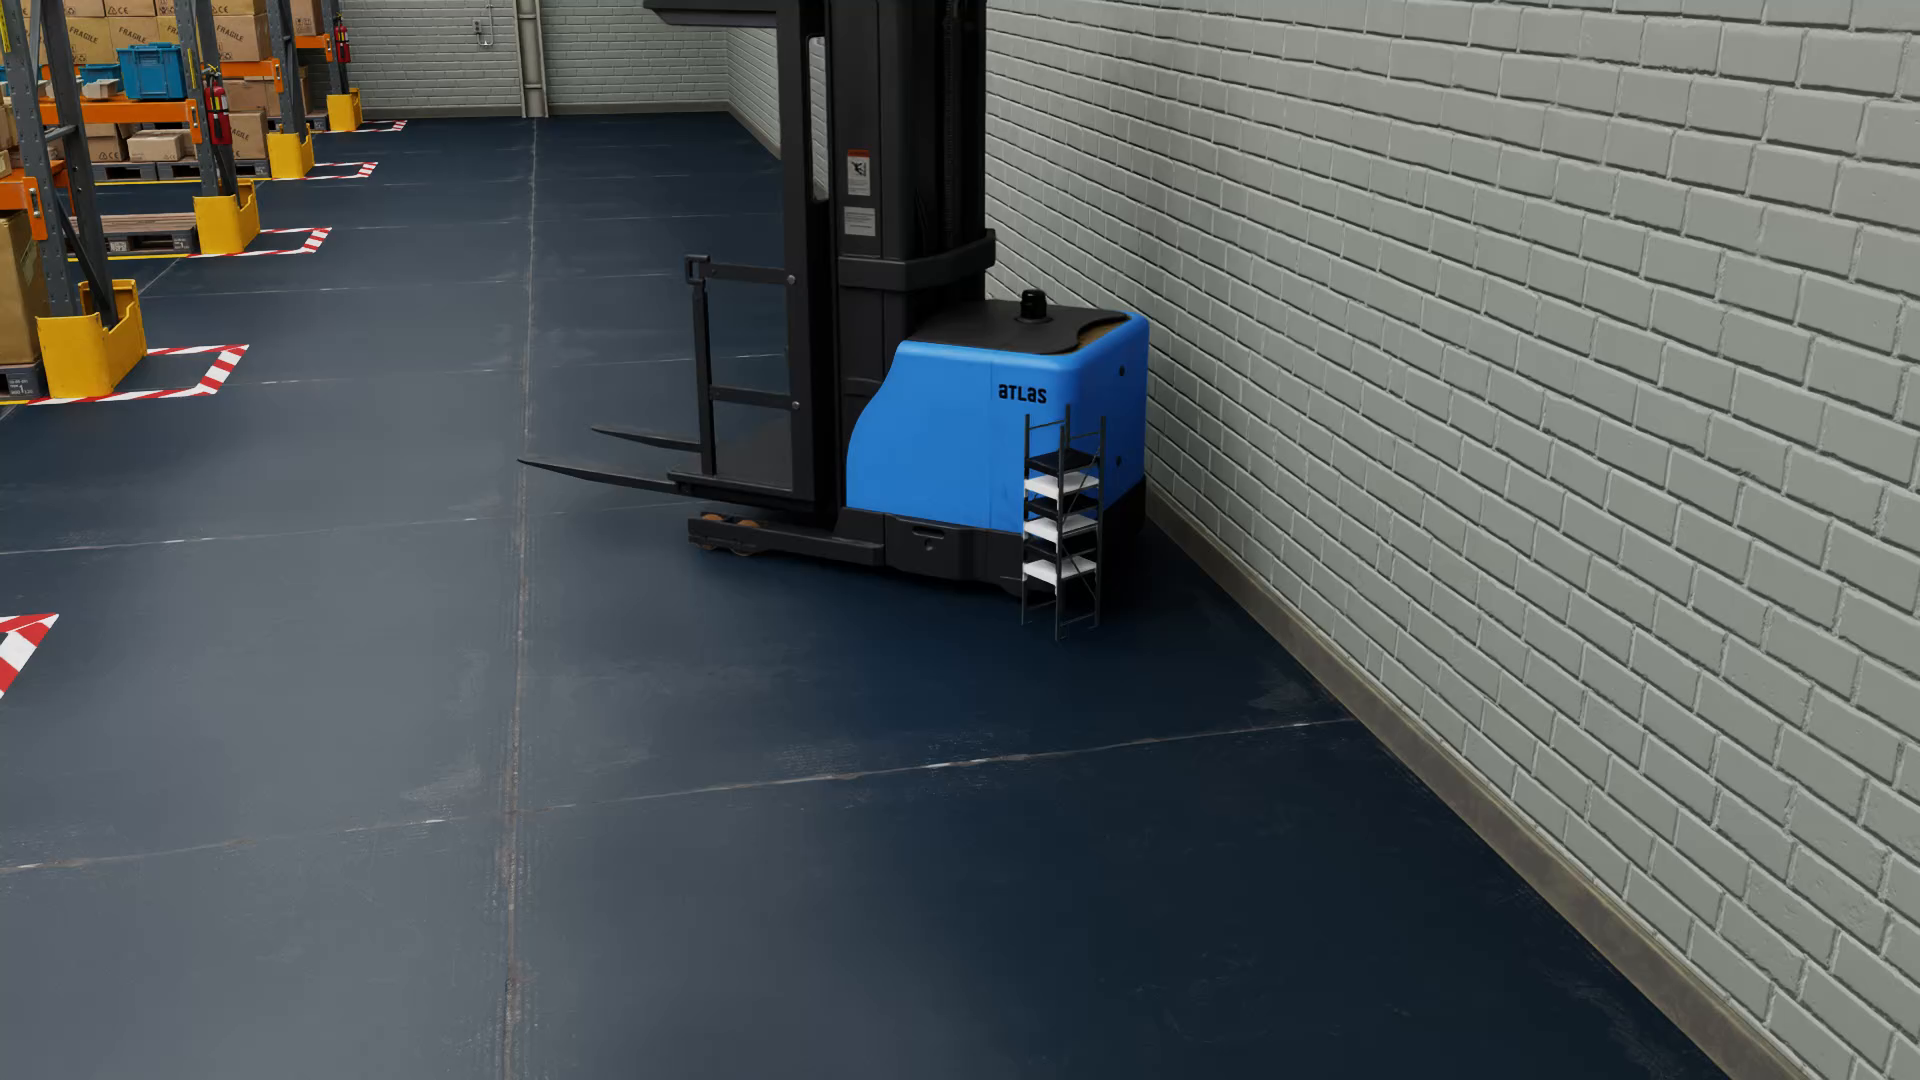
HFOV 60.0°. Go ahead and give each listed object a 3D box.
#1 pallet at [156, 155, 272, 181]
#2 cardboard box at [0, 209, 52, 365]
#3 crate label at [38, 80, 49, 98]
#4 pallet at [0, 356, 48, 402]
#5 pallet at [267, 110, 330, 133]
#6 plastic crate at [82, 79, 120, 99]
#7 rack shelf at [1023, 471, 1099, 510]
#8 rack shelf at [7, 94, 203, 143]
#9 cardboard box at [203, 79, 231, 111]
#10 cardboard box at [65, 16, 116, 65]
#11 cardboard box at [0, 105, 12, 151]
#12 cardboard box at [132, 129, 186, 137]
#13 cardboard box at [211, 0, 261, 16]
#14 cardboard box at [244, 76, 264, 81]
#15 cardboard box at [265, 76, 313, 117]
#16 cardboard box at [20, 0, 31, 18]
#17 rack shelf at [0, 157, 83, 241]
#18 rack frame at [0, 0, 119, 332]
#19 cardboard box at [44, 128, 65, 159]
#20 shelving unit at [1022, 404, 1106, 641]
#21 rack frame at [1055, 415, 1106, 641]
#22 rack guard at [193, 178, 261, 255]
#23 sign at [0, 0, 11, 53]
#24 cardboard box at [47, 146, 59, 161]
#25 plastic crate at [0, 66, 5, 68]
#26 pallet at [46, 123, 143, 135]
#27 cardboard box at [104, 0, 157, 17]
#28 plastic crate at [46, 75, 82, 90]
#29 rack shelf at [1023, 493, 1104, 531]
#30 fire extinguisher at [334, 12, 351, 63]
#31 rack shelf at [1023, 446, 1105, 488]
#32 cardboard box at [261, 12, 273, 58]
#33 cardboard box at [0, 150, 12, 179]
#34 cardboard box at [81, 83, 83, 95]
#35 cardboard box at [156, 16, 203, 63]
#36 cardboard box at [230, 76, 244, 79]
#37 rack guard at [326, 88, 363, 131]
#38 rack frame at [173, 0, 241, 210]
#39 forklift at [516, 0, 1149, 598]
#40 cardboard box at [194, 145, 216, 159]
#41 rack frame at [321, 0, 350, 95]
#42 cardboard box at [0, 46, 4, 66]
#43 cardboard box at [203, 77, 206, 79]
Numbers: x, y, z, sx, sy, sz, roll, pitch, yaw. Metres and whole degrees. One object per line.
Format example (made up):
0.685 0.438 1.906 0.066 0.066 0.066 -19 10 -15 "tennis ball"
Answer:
-8.687 -4.411 19.549 1.213 0.211 1.003 -5 21 -12 "pallet"
-6.166 -1.596 10.288 0.875 0.875 0.875 -5 21 -12 "cardboard box"
-8.004 -3.862 14.293 0.243 0.136 0.396 -5 21 -12 "crate label"
-6.322 -1.075 10.441 1.213 0.211 1.003 -5 21 -12 "pallet"
-9.741 -6.049 24.020 1.213 0.211 1.003 -5 21 -12 "pallet"
-7.453 -3.911 14.425 0.243 0.136 0.396 -5 21 -12 "plastic crate"
0.414 -0.207 6.646 0.258 0.077 0.200 -16 25 -37 "rack shelf"
-8.648 -3.635 14.423 4.000 0.370 1.077 -5 21 -12 "rack shelf"
-10.616 -6.302 23.682 0.500 0.500 0.700 -5 21 -14 "cardboard box"
-9.692 -5.590 18.569 0.500 0.500 0.500 -5 21 -13 "cardboard box"
-5.972 -2.415 9.833 0.500 0.250 0.500 -5 21 -13 "cardboard box"
-9.405 -4.678 19.582 0.500 0.250 0.500 -5 21 -12 "cardboard box"
-8.207 -6.179 18.722 0.500 0.500 0.500 -5 21 -13 "cardboard box"
-9.971 -6.595 23.538 0.250 0.149 0.380 -4 21 -11 "cardboard box"
-9.639 -6.382 23.900 0.500 0.500 0.700 -5 21 -12 "cardboard box"
-10.205 -6.014 18.273 0.500 0.500 0.500 -5 21 -14 "cardboard box"
-7.508 -1.977 9.897 4.000 0.370 1.077 -5 21 -12 "rack shelf"
-5.562 -2.473 10.206 0.127 3.000 1.000 -5 21 -12 "rack frame"
-10.511 -4.617 19.326 0.500 0.311 0.500 -5 21 -12 "cardboard box"
0.414 -0.070 6.696 0.258 0.900 0.210 -16 25 -37 "shelving unit"
0.479 -0.043 6.623 0.240 0.900 0.006 -16 25 -37 "rack frame"
-6.681 -2.964 15.179 0.348 0.500 1.175 -5 21 -12 "rack guard"
-5.450 -2.946 9.467 0.005 0.325 0.100 -5 21 -12 "sign"
-10.433 -4.382 18.895 0.250 0.166 0.380 -5 21 -12 "cardboard box"
-8.591 -4.044 14.648 0.300 0.233 0.416 -5 21 -12 "plastic crate"
-12.116 -5.856 23.493 1.213 0.211 1.003 -5 21 -12 "pallet"
-9.202 -6.096 18.496 0.500 0.500 0.500 -4 21 -11 "cardboard box"
-8.009 -4.075 14.874 0.298 0.136 0.250 -5 21 -12 "plastic crate"
0.414 -0.123 6.677 0.258 0.077 0.200 -16 25 -37 "rack shelf"
-8.728 -7.094 23.473 0.183 0.674 0.296 -5 21 -12 "fire extinguisher"
0.414 -0.292 6.615 0.258 0.077 0.200 -16 25 -37 "rack shelf"
-8.330 -5.890 19.387 0.500 0.500 0.500 -4 21 -11 "cardboard box"
-5.832 -2.217 9.871 0.250 0.149 0.380 -4 21 -11 "cardboard box"
-12.122 -6.179 23.346 0.500 0.500 0.700 -4 21 -12 "cardboard box"
-8.715 -5.668 18.781 0.500 0.500 0.500 -4 21 -12 "cardboard box"
-10.300 -6.704 23.834 0.250 0.149 0.380 -4 21 -12 "cardboard box"
-8.958 -6.276 24.220 0.348 0.500 1.175 -5 21 -12 "rack guard"
-6.701 -4.131 14.732 0.127 3.000 1.000 -5 21 -12 "rack frame"
-0.695 -1.454 7.523 3.031 2.935 1.130 9 22 23 "forklift"
-8.725 -4.538 19.323 0.250 0.166 0.380 -5 21 -12 "cardboard box"
-8.981 -7.448 23.785 0.127 3.000 1.000 -5 21 -12 "rack frame"
-10.674 -5.511 18.352 0.500 0.500 0.500 -4 21 -12 "cardboard box"
-10.797 -6.663 23.722 0.250 0.149 0.380 -4 21 -12 "cardboard box"
